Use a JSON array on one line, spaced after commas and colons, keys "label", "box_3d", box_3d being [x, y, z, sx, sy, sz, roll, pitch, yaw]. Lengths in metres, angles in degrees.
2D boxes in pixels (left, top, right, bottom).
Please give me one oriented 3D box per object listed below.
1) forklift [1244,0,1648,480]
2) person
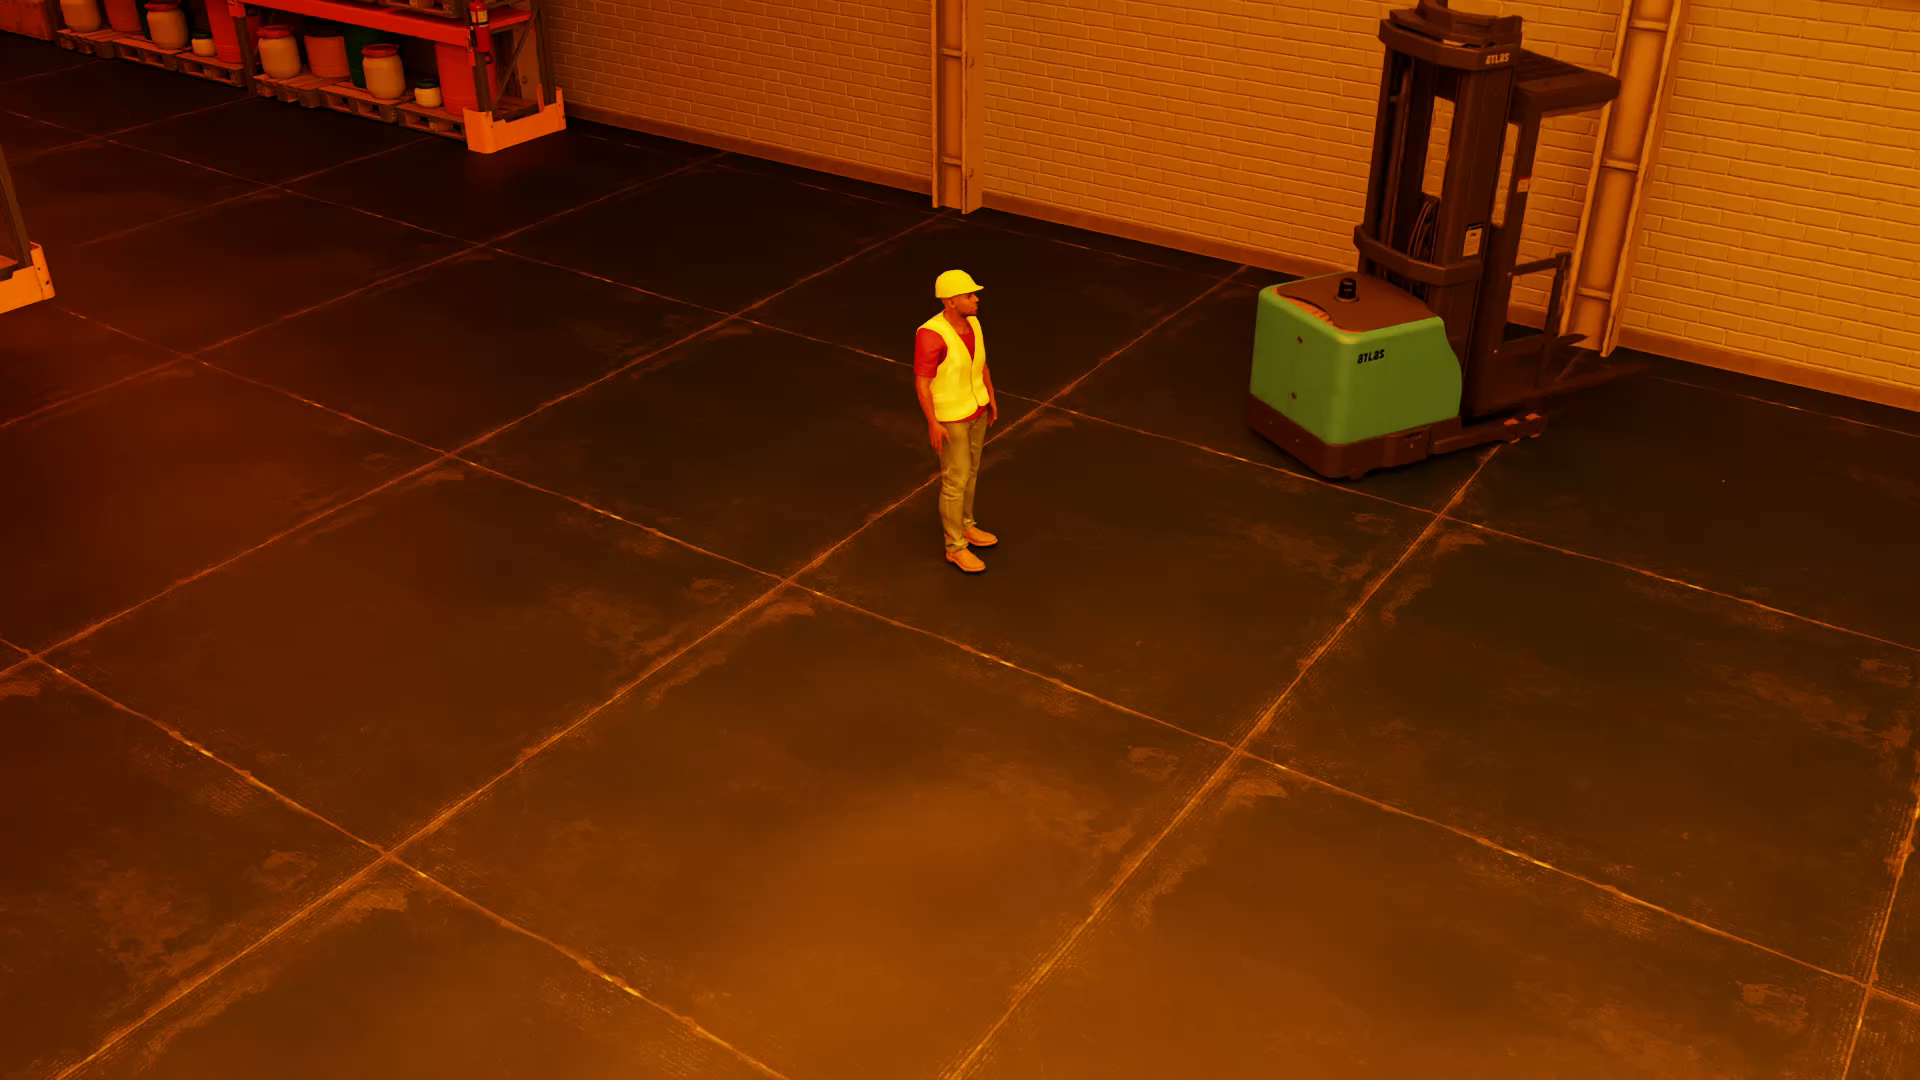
[{"label": "forklift", "box_3d": [3.573, -2.171, 11.320, 3.031, 2.935, 1.130, -14, 33, -22]}, {"label": "person", "box_3d": [0.055, -0.748, 10.016, 0.575, 1.768, 0.666, 19, 35, 29]}]
